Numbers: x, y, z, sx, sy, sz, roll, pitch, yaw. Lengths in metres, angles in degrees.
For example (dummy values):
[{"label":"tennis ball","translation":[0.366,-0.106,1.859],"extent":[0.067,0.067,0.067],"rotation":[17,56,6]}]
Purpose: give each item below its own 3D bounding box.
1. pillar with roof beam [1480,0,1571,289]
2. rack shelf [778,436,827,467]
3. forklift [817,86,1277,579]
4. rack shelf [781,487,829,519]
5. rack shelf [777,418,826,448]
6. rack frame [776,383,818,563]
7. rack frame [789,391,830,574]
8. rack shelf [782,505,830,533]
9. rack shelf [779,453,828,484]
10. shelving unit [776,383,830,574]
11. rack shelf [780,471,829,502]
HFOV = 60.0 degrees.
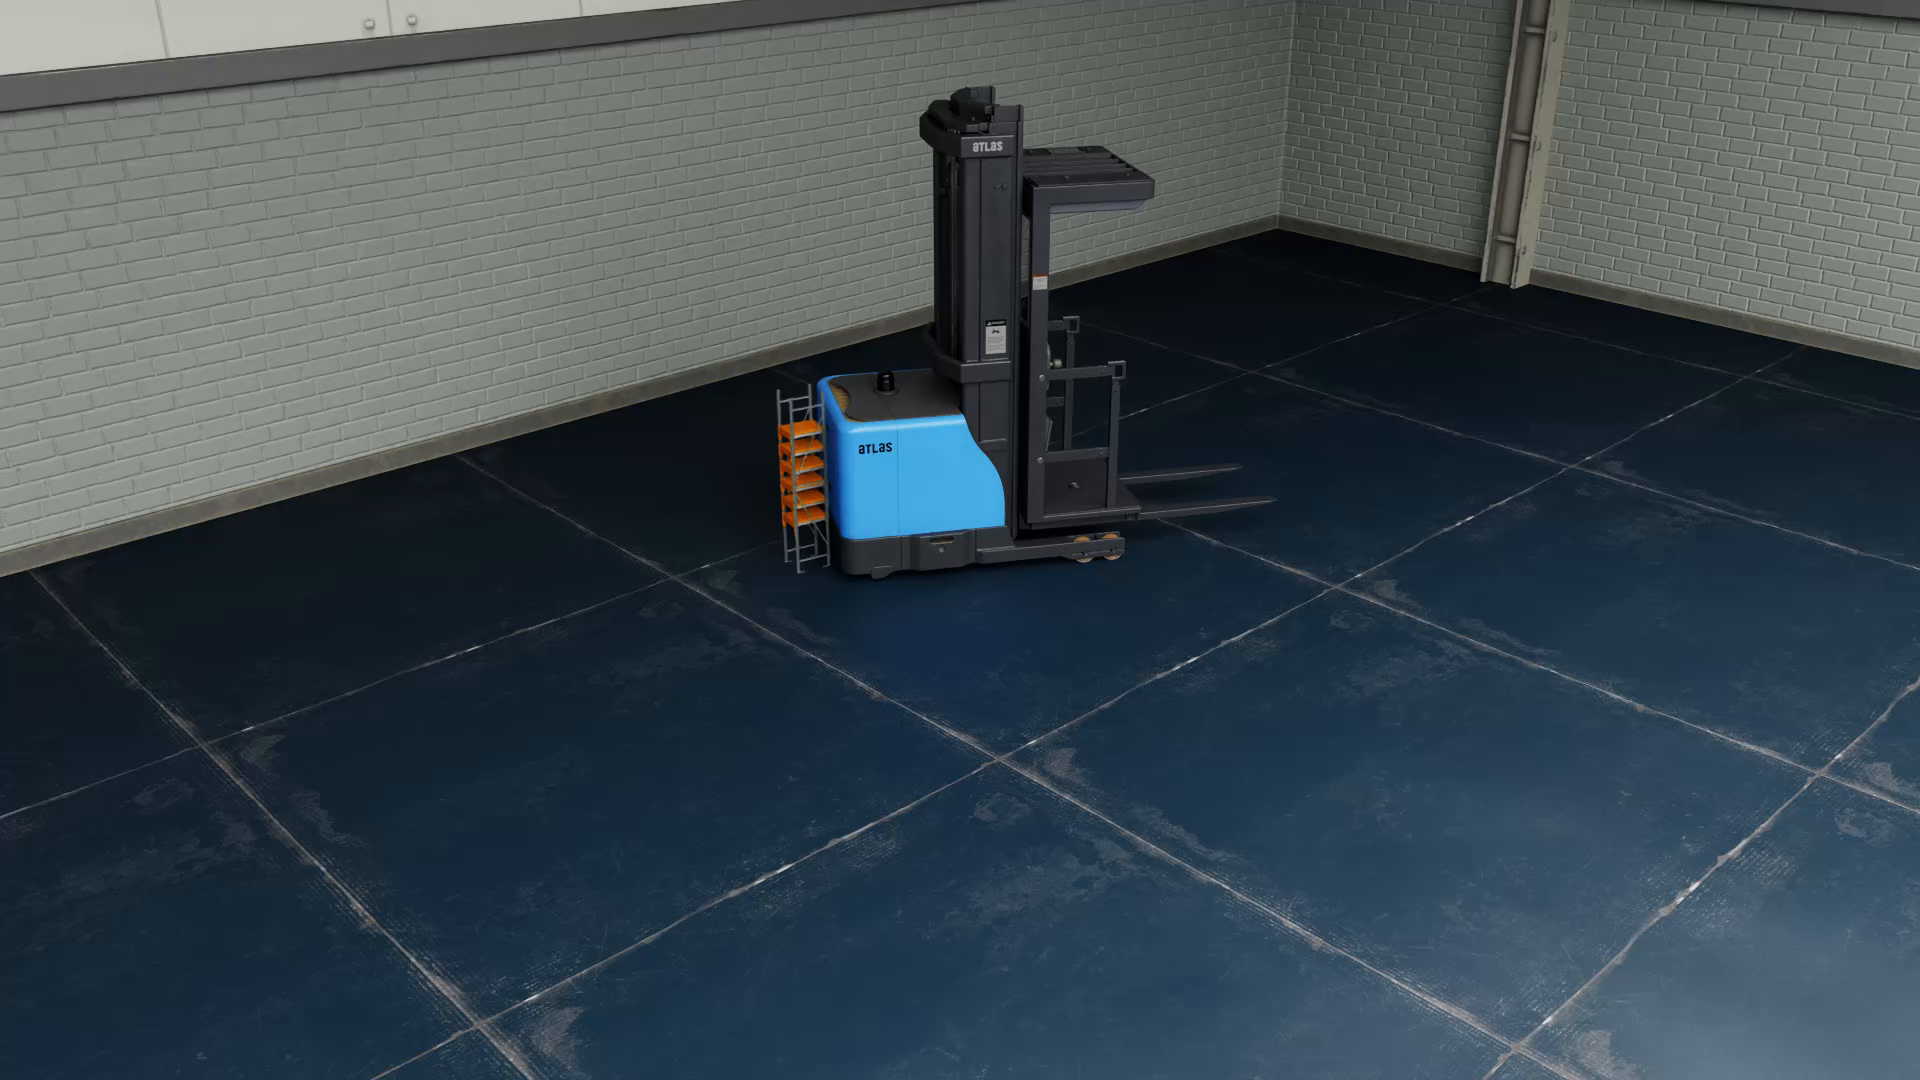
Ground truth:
[{"label":"pillar with roof beam","translation":[2.442,-5.519,12.505],"extent":[9.100,9.000,0.400],"rotation":[-21,32,-38]},{"label":"rack shelf","translation":[-1.000,-0.566,10.573],"extent":[0.258,0.103,0.180],"rotation":[-14,28,-28]},{"label":"forklift","translation":[0.610,-1.393,10.773],"extent":[3.031,2.935,1.130],"rotation":[-6,25,-12]},{"label":"rack shelf","translation":[-1.000,-0.238,10.721],"extent":[0.258,0.103,0.180],"rotation":[-14,28,-28]},{"label":"rack shelf","translation":[-1.001,-0.675,10.523],"extent":[0.258,0.103,0.180],"rotation":[-14,28,-28]},{"label":"rack frame","translation":[-1.047,-0.420,10.725],"extent":[0.240,1.200,0.006],"rotation":[-14,28,-28]},{"label":"rack frame","translation":[-0.953,-0.355,10.582],"extent":[0.240,1.200,0.006],"rotation":[-14,28,-28]},{"label":"rack shelf","translation":[-0.999,-0.129,10.771],"extent":[0.258,0.103,0.180],"rotation":[-14,28,-28]},{"label":"rack shelf","translation":[-1.000,-0.457,10.622],"extent":[0.258,0.103,0.180],"rotation":[-14,28,-28]},{"label":"shelving unit","translation":[-1.000,-0.388,10.653],"extent":[0.258,1.200,0.189],"rotation":[-14,28,-28]},{"label":"rack shelf","translation":[-1.000,-0.347,10.672],"extent":[0.258,0.103,0.180],"rotation":[-14,28,-28]}]
